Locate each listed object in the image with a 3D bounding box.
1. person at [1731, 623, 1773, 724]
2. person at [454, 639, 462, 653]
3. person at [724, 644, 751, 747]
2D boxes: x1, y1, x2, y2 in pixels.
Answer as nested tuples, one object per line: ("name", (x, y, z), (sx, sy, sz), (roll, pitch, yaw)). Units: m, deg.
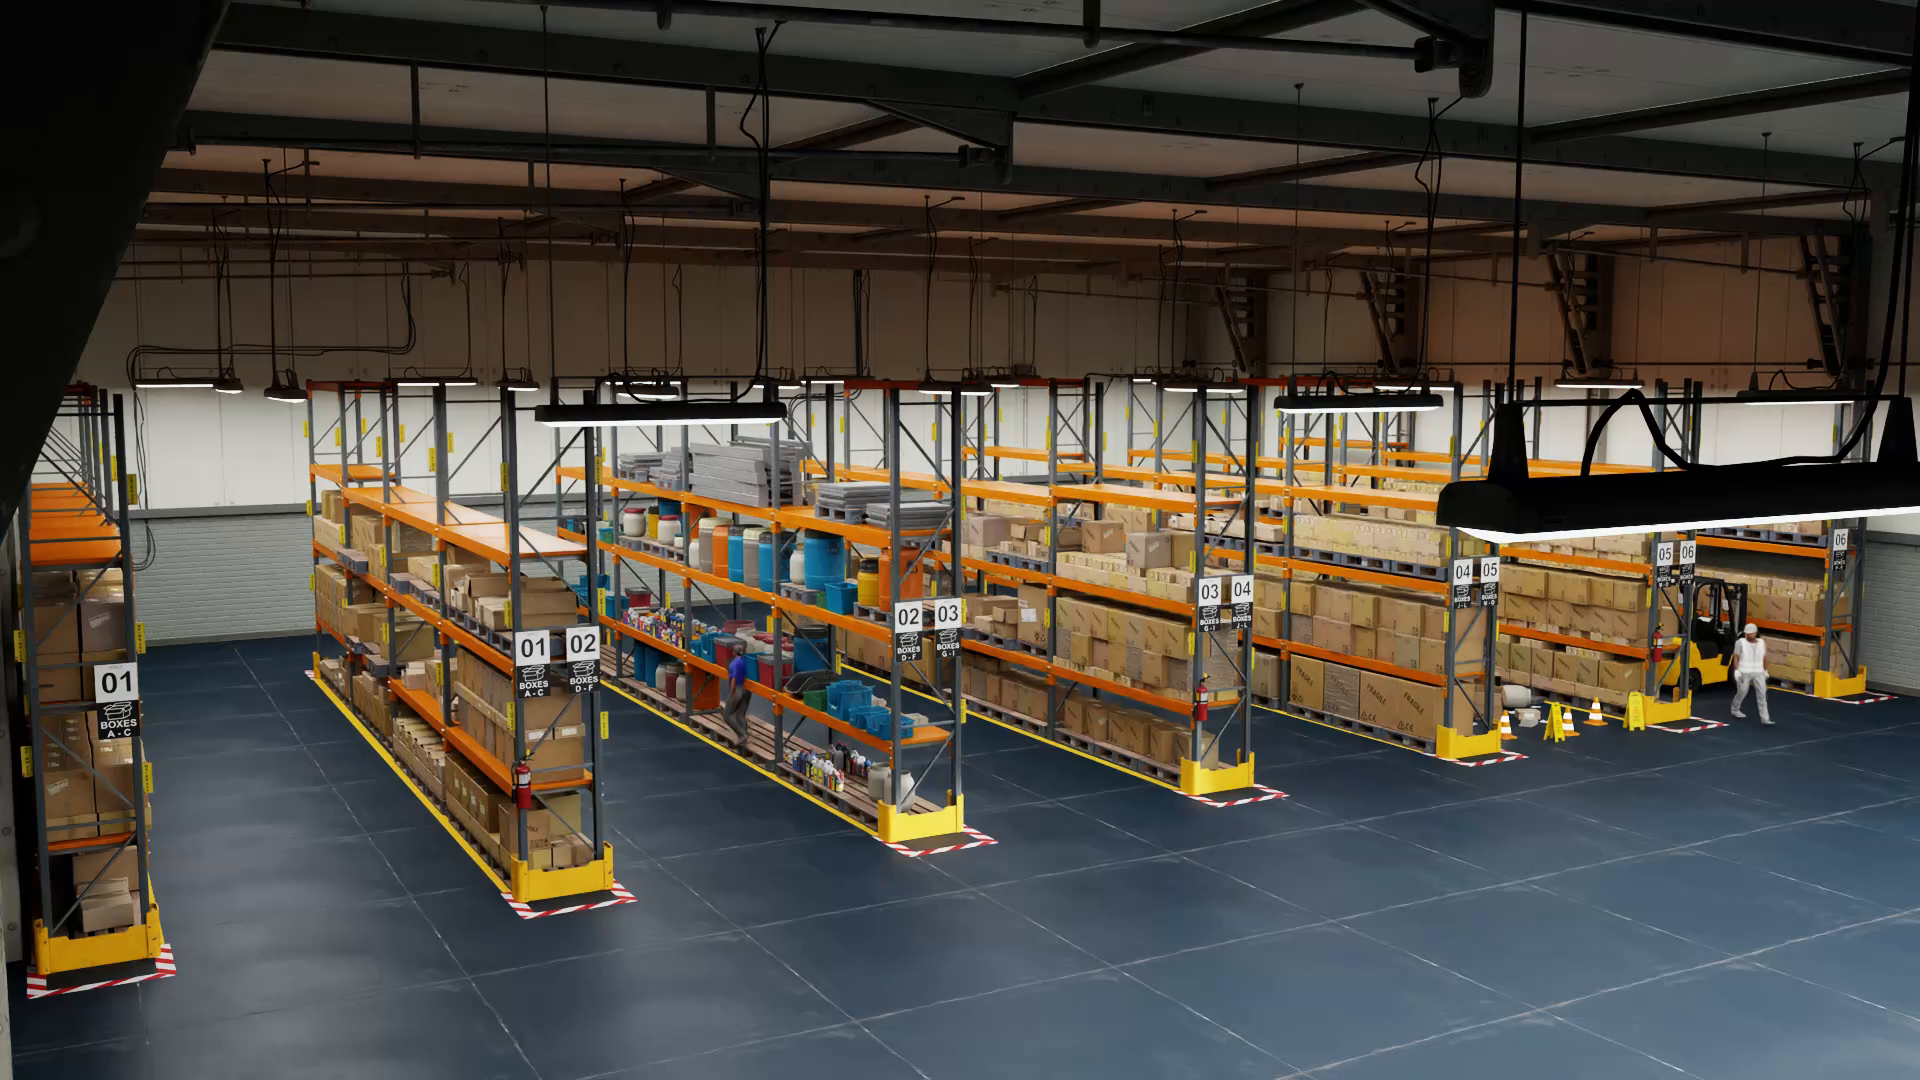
("person", (13.998, 2.345, 29.350), (0.628, 1.758, 0.813), (1, 6, 7))
("person", (-9.763, 2.007, 32.346), (0.611, 1.761, 0.478), (-3, 7, -27))
("person", (-3.510, 2.489, 26.632), (0.437, 1.641, 0.491), (4, 7, 34))
